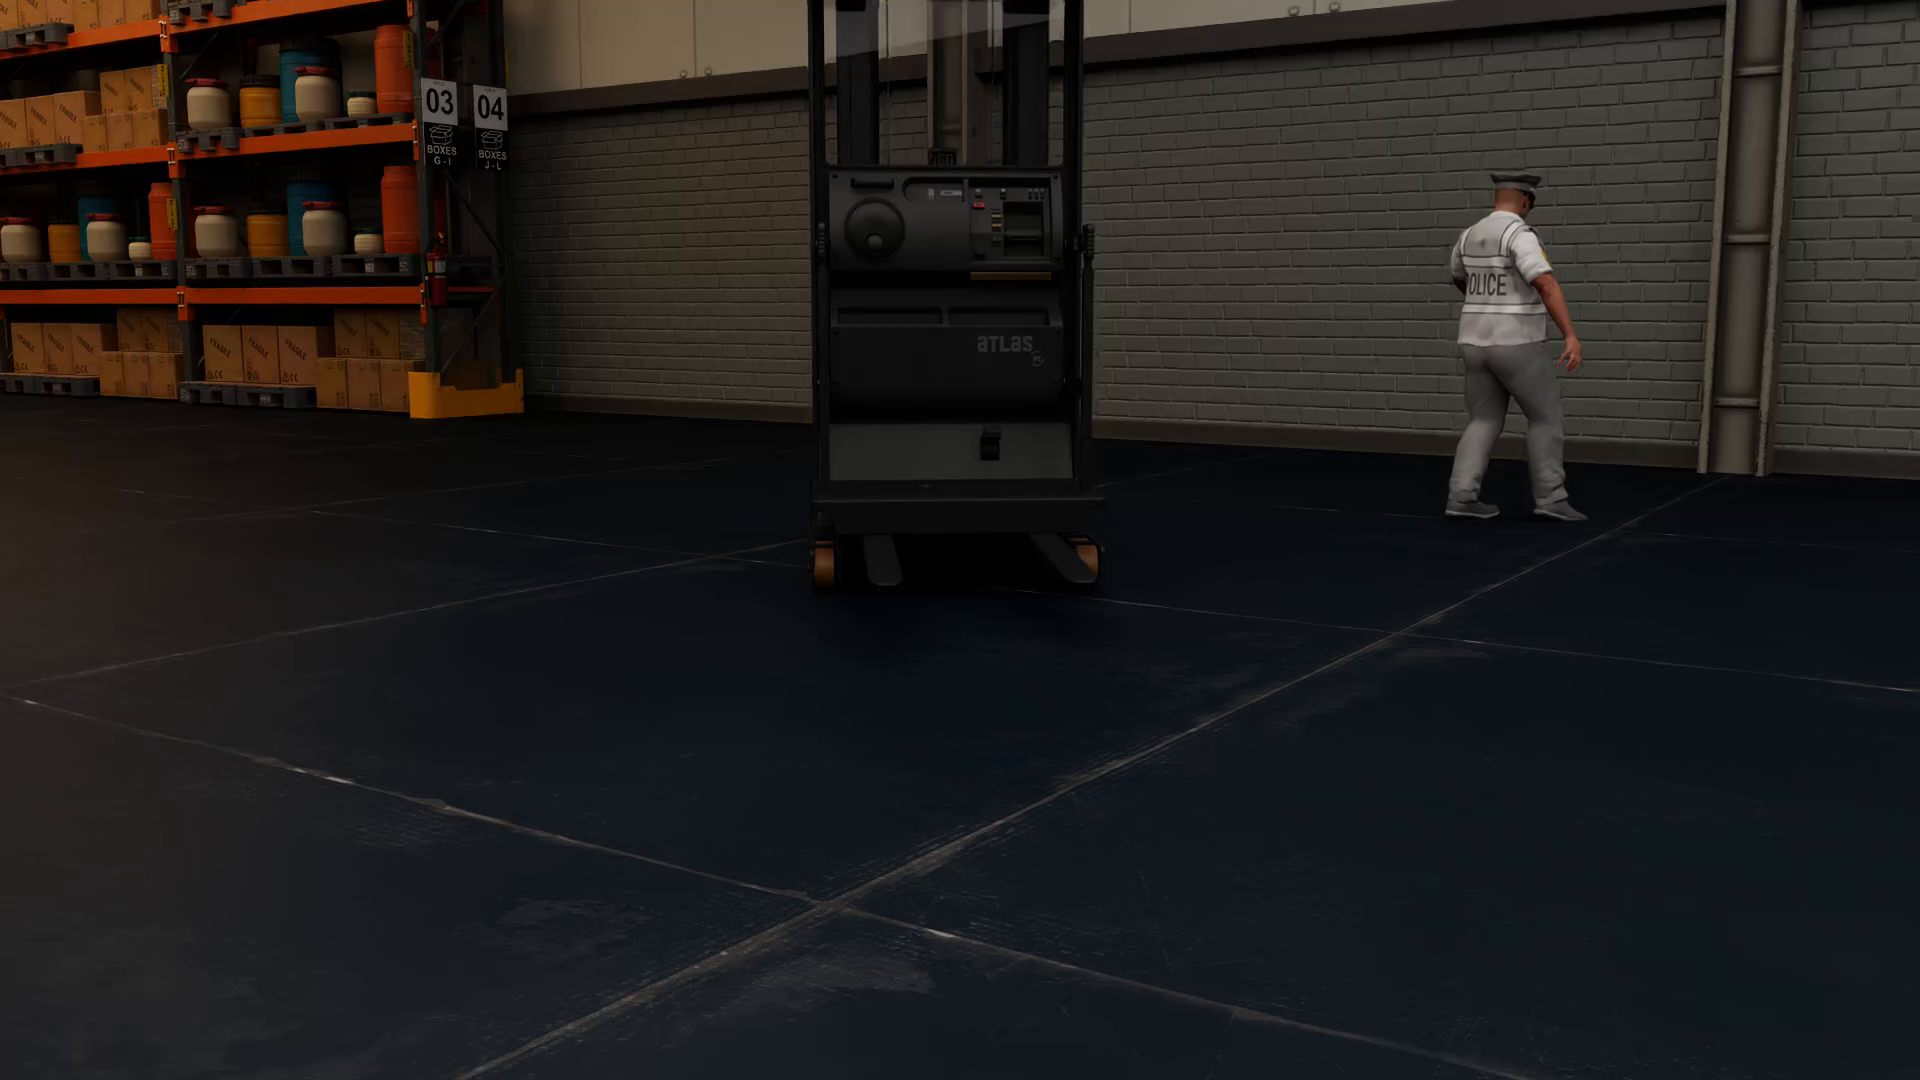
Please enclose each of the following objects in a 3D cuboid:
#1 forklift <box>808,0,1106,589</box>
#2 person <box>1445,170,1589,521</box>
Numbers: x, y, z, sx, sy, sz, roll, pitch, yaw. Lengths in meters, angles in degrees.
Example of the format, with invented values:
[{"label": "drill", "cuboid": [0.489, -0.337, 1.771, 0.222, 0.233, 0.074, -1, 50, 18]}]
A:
[{"label": "forklift", "cuboid": [-0.036, -1.310, 6.405, 1.130, 2.935, 3.031, -1, 8, -4]}, {"label": "person", "cuboid": [2.807, -0.936, 8.242, 0.694, 1.756, 1.011, -4, 9, -24]}]
